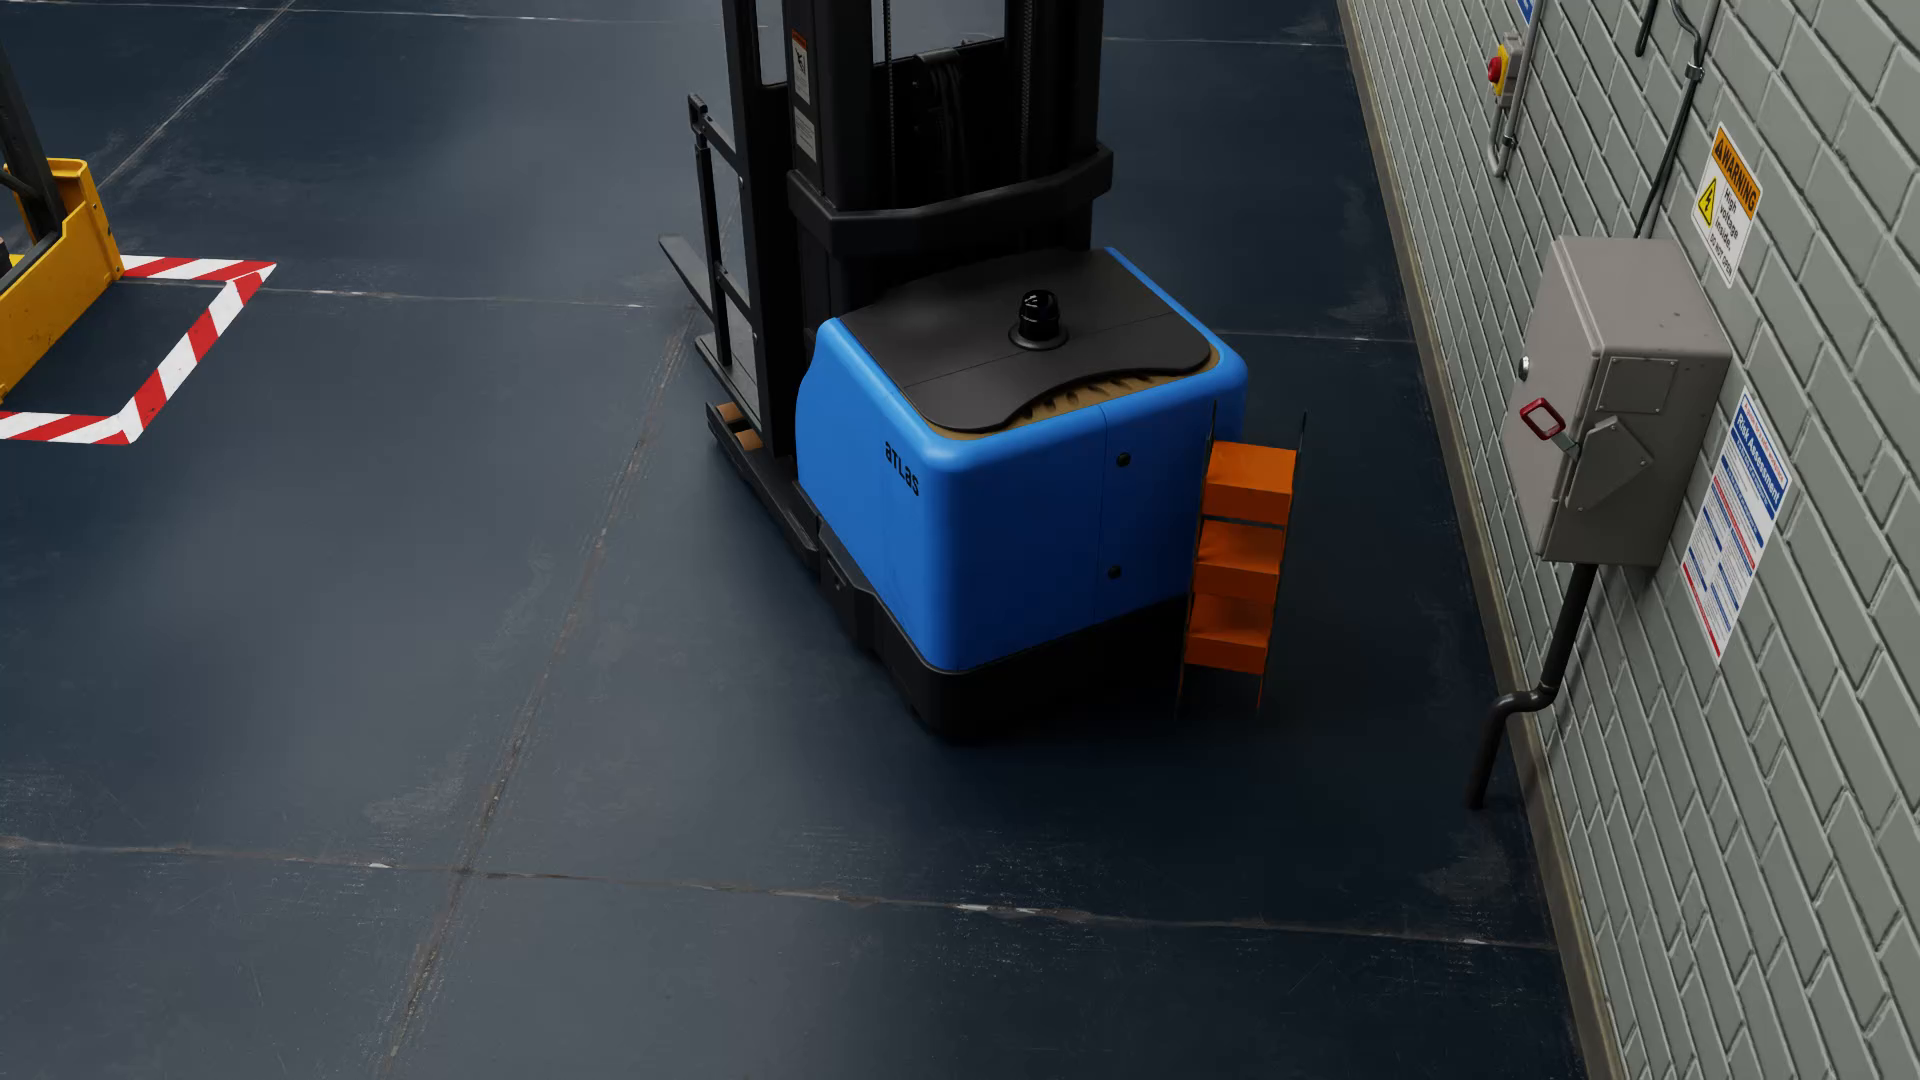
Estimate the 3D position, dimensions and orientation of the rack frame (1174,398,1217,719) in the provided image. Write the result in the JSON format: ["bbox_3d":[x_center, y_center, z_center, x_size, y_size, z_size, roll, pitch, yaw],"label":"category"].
[{"bbox_3d":[0.680,0.078,4.822,0.008,1.050,0.200,9,40,10],"label":"rack frame"}]

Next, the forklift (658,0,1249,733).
[{"bbox_3d":[-0.281,-1.487,5.256,1.130,2.935,3.031,-18,42,-20],"label":"forklift"}]

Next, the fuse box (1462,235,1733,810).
[{"bbox_3d":[1.453,0.112,4.257,0.414,1.711,0.539,3,39,4],"label":"fuse box"}]

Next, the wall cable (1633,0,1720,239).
[{"bbox_3d":[1.669,-1.202,4.046,0.122,1.984,0.588,3,39,4],"label":"wall cable"}]

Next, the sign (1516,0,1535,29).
[{"bbox_3d":[1.845,-1.833,5.411,0.001,0.218,0.327,3,39,4],"label":"sign"}]

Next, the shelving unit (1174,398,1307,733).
[{"bbox_3d":[0.799,0.096,4.800,0.252,1.050,0.215,9,40,10],"label":"shelving unit"}]

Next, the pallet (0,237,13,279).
[{"bbox_3d":[-4.643,-0.906,6.696,1.213,0.211,1.003,3,39,4],"label":"pallet"}]

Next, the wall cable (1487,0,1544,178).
[{"bbox_3d":[1.780,-2.107,5.133,0.123,1.953,0.585,3,39,4],"label":"wall cable"}]

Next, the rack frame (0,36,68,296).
[{"bbox_3d":[-3.840,-1.993,5.823,0.127,3.000,1.000,3,39,4],"label":"rack frame"}]

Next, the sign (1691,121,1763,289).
[{"bbox_3d":[1.664,-0.731,3.618,0.001,0.242,0.339,3,39,4],"label":"sign"}]

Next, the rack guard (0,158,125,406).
[{"bbox_3d":[-3.816,-1.023,6.610,0.348,0.500,1.175,3,39,4],"label":"rack guard"}]

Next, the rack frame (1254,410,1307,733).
[{"bbox_3d":[0.918,0.114,4.778,0.008,1.050,0.200,9,40,10],"label":"rack frame"}]

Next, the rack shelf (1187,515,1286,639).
[{"bbox_3d":[0.799,0.104,4.807,0.240,0.259,0.215,9,40,10],"label":"rack shelf"}]

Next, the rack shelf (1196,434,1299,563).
[{"bbox_3d":[0.799,-0.116,4.628,0.240,0.259,0.215,9,40,10],"label":"rack shelf"}]

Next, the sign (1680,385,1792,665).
[{"bbox_3d":[1.617,-0.029,3.485,0.001,0.494,0.329,3,39,4],"label":"sign"}]

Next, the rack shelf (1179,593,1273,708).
[{"bbox_3d":[0.799,0.320,4.982,0.240,0.259,0.215,9,40,10],"label":"rack shelf"}]
